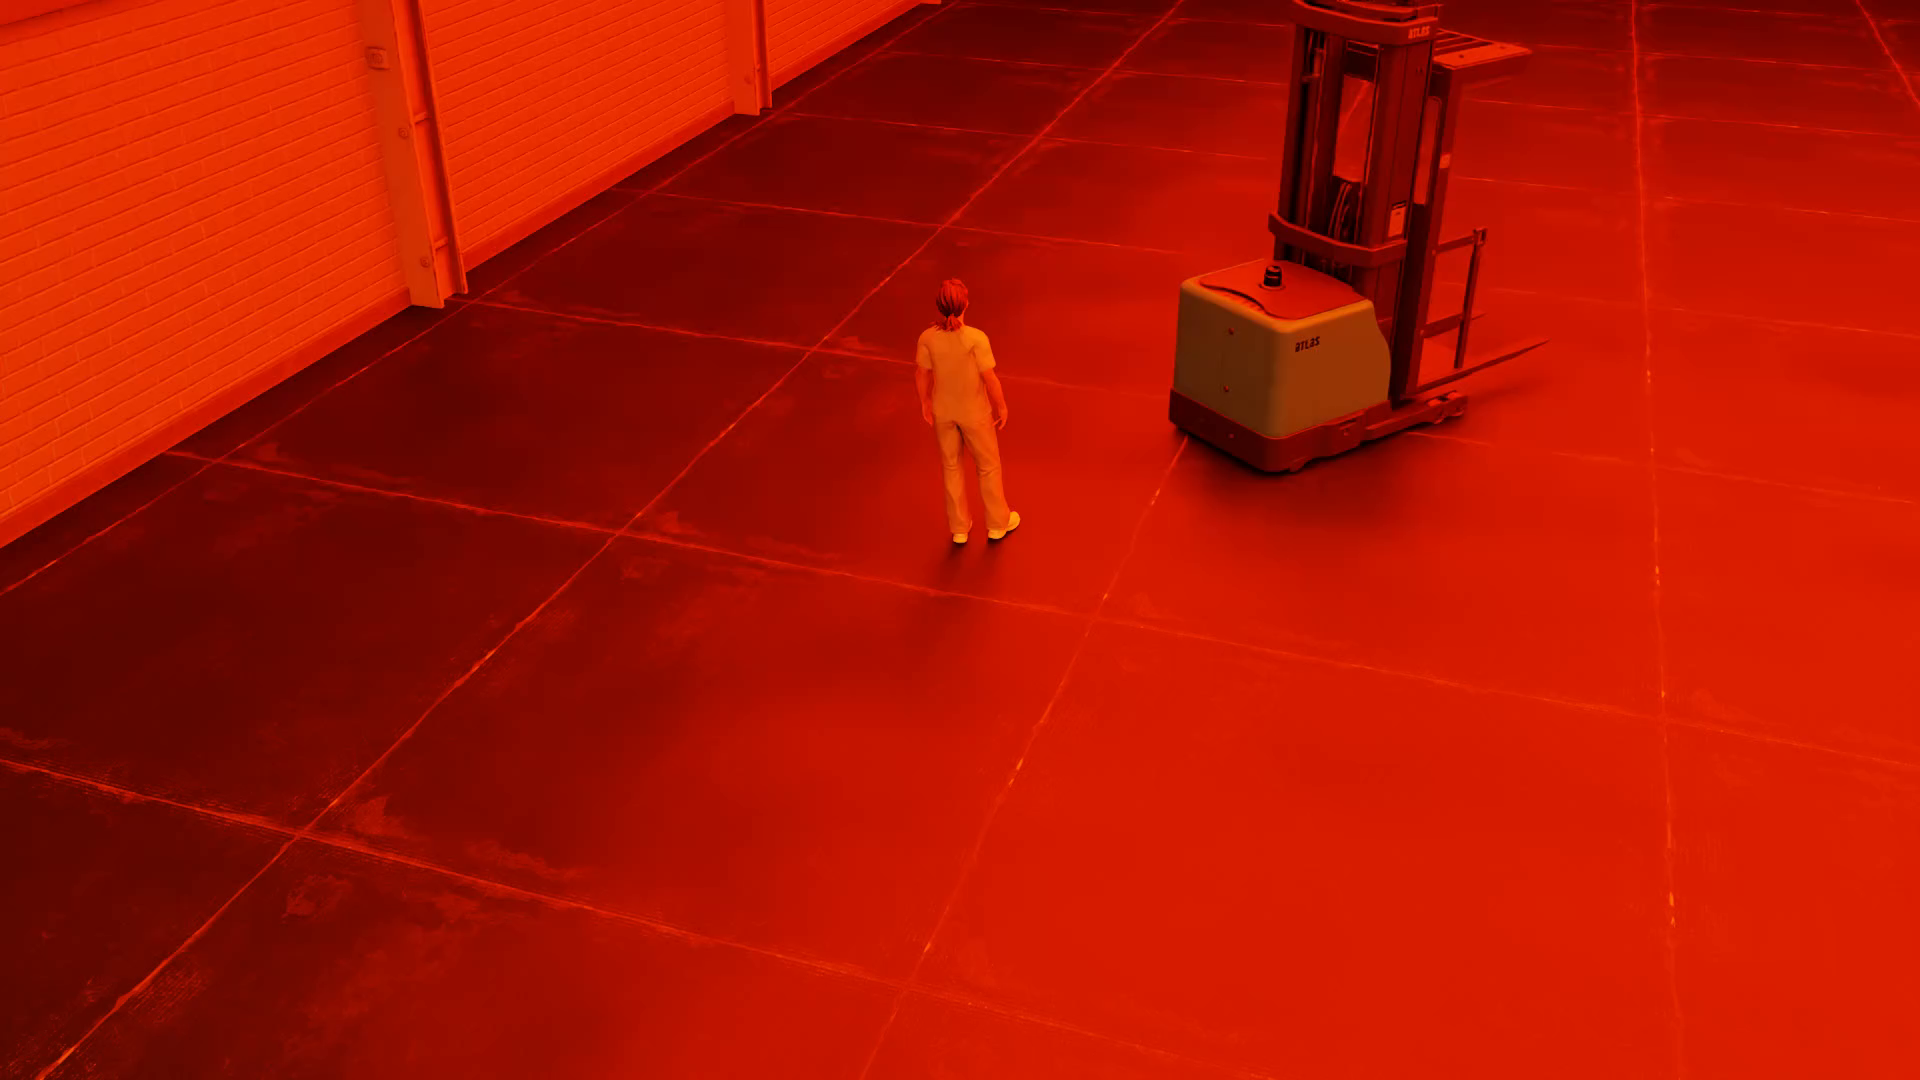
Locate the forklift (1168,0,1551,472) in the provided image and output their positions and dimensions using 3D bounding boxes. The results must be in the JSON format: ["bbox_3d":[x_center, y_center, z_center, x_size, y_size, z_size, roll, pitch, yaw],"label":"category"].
[{"bbox_3d":[2.929,-2.272,11.122,3.031,2.935,1.130,-19,35,-30],"label":"forklift"}]

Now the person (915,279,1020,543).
[{"bbox_3d":[0.037,-0.767,9.735,0.550,1.673,0.548,10,31,16],"label":"person"}]
